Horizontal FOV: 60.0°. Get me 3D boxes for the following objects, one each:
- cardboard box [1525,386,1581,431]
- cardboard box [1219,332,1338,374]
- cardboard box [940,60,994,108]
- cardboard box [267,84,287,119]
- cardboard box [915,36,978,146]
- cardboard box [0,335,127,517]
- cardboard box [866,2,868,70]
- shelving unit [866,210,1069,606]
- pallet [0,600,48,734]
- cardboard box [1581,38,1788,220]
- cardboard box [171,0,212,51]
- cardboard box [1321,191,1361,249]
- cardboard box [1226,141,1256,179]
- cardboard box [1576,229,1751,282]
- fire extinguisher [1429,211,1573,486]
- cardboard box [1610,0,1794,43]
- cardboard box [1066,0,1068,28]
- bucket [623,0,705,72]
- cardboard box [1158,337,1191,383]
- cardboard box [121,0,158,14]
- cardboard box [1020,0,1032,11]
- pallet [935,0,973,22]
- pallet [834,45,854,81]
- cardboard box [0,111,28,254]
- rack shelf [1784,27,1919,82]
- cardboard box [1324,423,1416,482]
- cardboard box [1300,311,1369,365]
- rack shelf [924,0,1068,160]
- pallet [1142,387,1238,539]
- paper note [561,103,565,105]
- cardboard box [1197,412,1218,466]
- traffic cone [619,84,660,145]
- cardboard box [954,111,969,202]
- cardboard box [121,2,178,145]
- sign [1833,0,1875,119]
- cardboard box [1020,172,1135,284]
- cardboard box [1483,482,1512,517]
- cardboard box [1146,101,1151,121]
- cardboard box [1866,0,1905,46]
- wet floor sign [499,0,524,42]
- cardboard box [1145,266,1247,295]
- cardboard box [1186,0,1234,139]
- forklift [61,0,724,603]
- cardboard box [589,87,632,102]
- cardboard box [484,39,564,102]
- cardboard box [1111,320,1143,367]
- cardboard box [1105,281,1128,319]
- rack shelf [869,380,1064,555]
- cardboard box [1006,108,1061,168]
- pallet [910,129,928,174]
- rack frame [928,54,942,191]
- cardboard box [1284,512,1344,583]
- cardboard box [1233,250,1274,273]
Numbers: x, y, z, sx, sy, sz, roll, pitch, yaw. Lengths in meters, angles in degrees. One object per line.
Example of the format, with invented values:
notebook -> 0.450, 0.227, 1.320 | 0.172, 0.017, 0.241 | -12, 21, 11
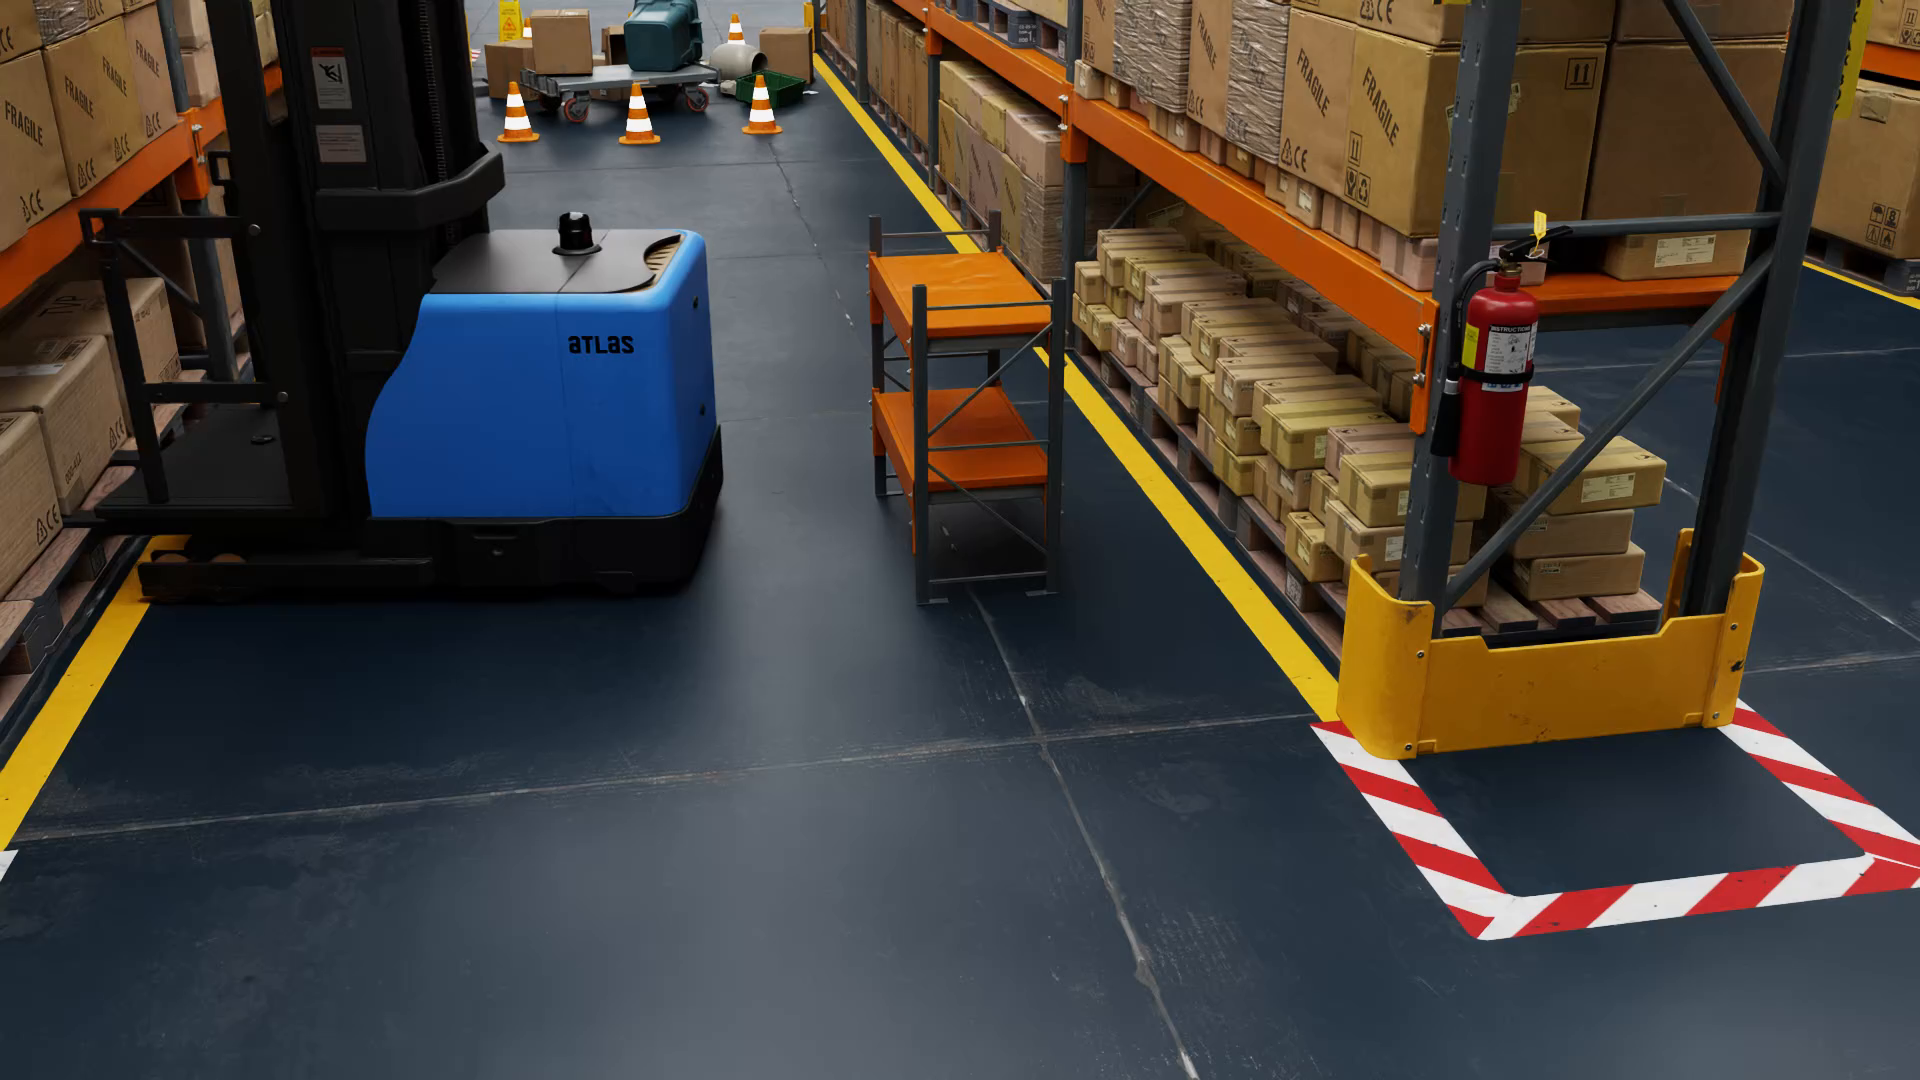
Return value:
cardboard box -> 1.899, -0.414, 5.744 | 0.380, 0.149, 0.250 | -4, 24, -10
cardboard box -> 1.212, -0.680, 6.352 | 0.380, 0.149, 0.250 | -5, 24, -12
cardboard box -> 0.162, -3.064, 11.180 | 0.500, 0.250, 0.500 | -5, 24, -12
cardboard box -> -4.367, -2.146, 9.547 | 0.875, 0.875, 0.875 | -4, 24, -9
cardboard box -> 0.248, -3.370, 12.506 | 1.050, 0.750, 0.750 | -5, 24, -10
cardboard box -> -3.657, -0.395, 6.082 | 0.875, 0.438, 0.875 | -5, 24, -11
cardboard box -> -0.515, -5.007, 16.098 | 0.875, 0.875, 0.875 | -4, 24, -9
shelving unit -> 0.001, -0.513, 6.019 | 0.538, 1.125, 1.048 | -4, 24, -10
pallet -> -3.319, 0.559, 4.706 | 1.003, 0.211, 1.213 | -4, 24, -10
cardboard box -> 1.940, -1.195, 4.742 | 0.500, 0.500, 0.500 | -3, 24, -7
cardboard box -> -3.638, -2.338, 7.417 | 0.500, 0.250, 0.500 | -5, 24, -11
cardboard box -> 1.343, -1.006, 5.120 | 0.380, 0.149, 0.250 | -5, 24, -10
cardboard box -> 1.197, -1.425, 6.078 | 0.380, 0.149, 0.250 | -4, 24, -9
cardboard box -> 2.014, -0.853, 4.768 | 0.380, 0.149, 0.250 | -4, 24, -10
fire extinguisher -> 1.344, -0.477, 4.156 | 0.296, 0.674, 0.183 | -4, 24, -10
cardboard box -> 1.929, -1.653, 4.540 | 0.500, 0.500, 0.500 | -4, 24, -10
cardboard box -> 0.744, -2.608, 8.264 | 0.380, 0.149, 0.250 | -5, 24, -11
bucket -> -2.758, -4.615, 15.261 | 0.726, 0.611, 0.620 | 4, 34, 9
cardboard box -> 1.039, -0.739, 6.860 | 0.380, 0.149, 0.250 | -4, 24, -10
cardboard box -> -3.476, -2.322, 6.445 | 0.500, 0.500, 0.500 | -5, 24, -10
cardboard box -> 0.548, -3.016, 9.198 | 0.380, 0.149, 0.250 | -5, 24, -12
pallet -> 0.509, -3.602, 10.990 | 1.213, 0.211, 1.003 | -4, 24, -10
pallet -> -0.760, -5.044, 17.535 | 1.003, 0.211, 1.213 | -4, 24, -10
cardboard box -> -3.098, -1.064, 4.814 | 0.500, 0.500, 0.500 | -4, 24, -10
rack shelf -> 5.535, -3.174, 10.668 | 1.077, 0.370, 4.000 | -4, 24, -10
cardboard box -> 1.414, -0.267, 5.408 | 0.380, 0.149, 0.250 | -4, 24, -9
cardboard box -> 1.585, -0.814, 6.660 | 0.380, 0.149, 0.250 | -4, 24, -10
rack shelf -> 0.642, -2.846, 9.918 | 1.077, 0.370, 4.000 | -4, 24, -10
pallet -> 1.400, -0.369, 6.831 | 1.003, 0.211, 1.213 | -4, 24, -10
paper note -> -3.735, -4.104, 15.609 | 0.148, 0.019, 0.142 | -4, 24, -10
cardboard box -> 1.140, -0.398, 6.452 | 0.380, 0.149, 0.250 | -4, 24, -9
traffic cone -> -2.672, -3.543, 13.785 | 0.336, 0.463, 0.334 | -4, 24, -10
cardboard box -> 0.249, -2.515, 10.859 | 0.500, 0.500, 0.500 | -4, 24, -9
cardboard box -> -3.497, -1.866, 6.649 | 0.500, 0.500, 0.500 | -4, 24, -9
sign -> 2.285, -1.253, 4.290 | 0.100, 0.325, 0.005 | -4, 24, -10
cardboard box -> 0.627, -1.709, 9.013 | 0.500, 0.500, 0.500 | -5, 24, -11
cardboard box -> 1.912, -0.175, 5.569 | 0.380, 0.149, 0.250 | -4, 24, -10
cardboard box -> 1.009, -1.834, 7.016 | 0.380, 0.149, 0.250 | -5, 24, -12
cardboard box -> 5.465, -3.121, 9.524 | 0.500, 0.500, 0.500 | -4, 24, -8
wet floor sign -> -5.037, -5.778, 18.674 | 0.267, 0.644, 0.232 | 4, 24, 9
cardboard box -> 1.030, -1.088, 7.287 | 0.380, 0.149, 0.250 | -5, 24, -11
cardboard box -> 1.140, -1.755, 6.023 | 0.500, 0.500, 0.500 | -3, 24, -7
forklift -> -2.452, -1.339, 5.653 | 3.031, 2.935, 1.130 | 0, 24, 0
cardboard box -> -3.355, -4.356, 15.893 | 0.396, 0.266, 0.258 | 18, 29, 36
cardboard box -> -4.174, -4.508, 15.944 | 0.500, 0.500, 0.500 | 13, 27, 27
cardboard box -> 0.910, -0.910, 7.623 | 0.380, 0.149, 0.250 | -4, 24, -10
cardboard box -> 0.899, -1.153, 7.807 | 0.380, 0.149, 0.250 | -4, 24, -9
rack shelf -> 0.001, -0.289, 6.117 | 0.538, 0.278, 1.000 | -4, 24, -10
cardboard box -> 0.544, -2.257, 9.333 | 0.500, 0.250, 0.500 | -3, 24, -7
pallet -> 0.200, -3.001, 12.857 | 1.003, 0.211, 1.213 | -4, 24, -10
rack frame -> 0.272, -3.963, 11.576 | 1.000, 3.000, 0.127 | -4, 24, -10
cardboard box -> 1.302, 0.013, 5.511 | 0.380, 0.149, 0.250 | -4, 24, -8
cardboard box -> 1.473, -1.232, 7.618 | 0.380, 0.149, 0.250 | -5, 24, -10
